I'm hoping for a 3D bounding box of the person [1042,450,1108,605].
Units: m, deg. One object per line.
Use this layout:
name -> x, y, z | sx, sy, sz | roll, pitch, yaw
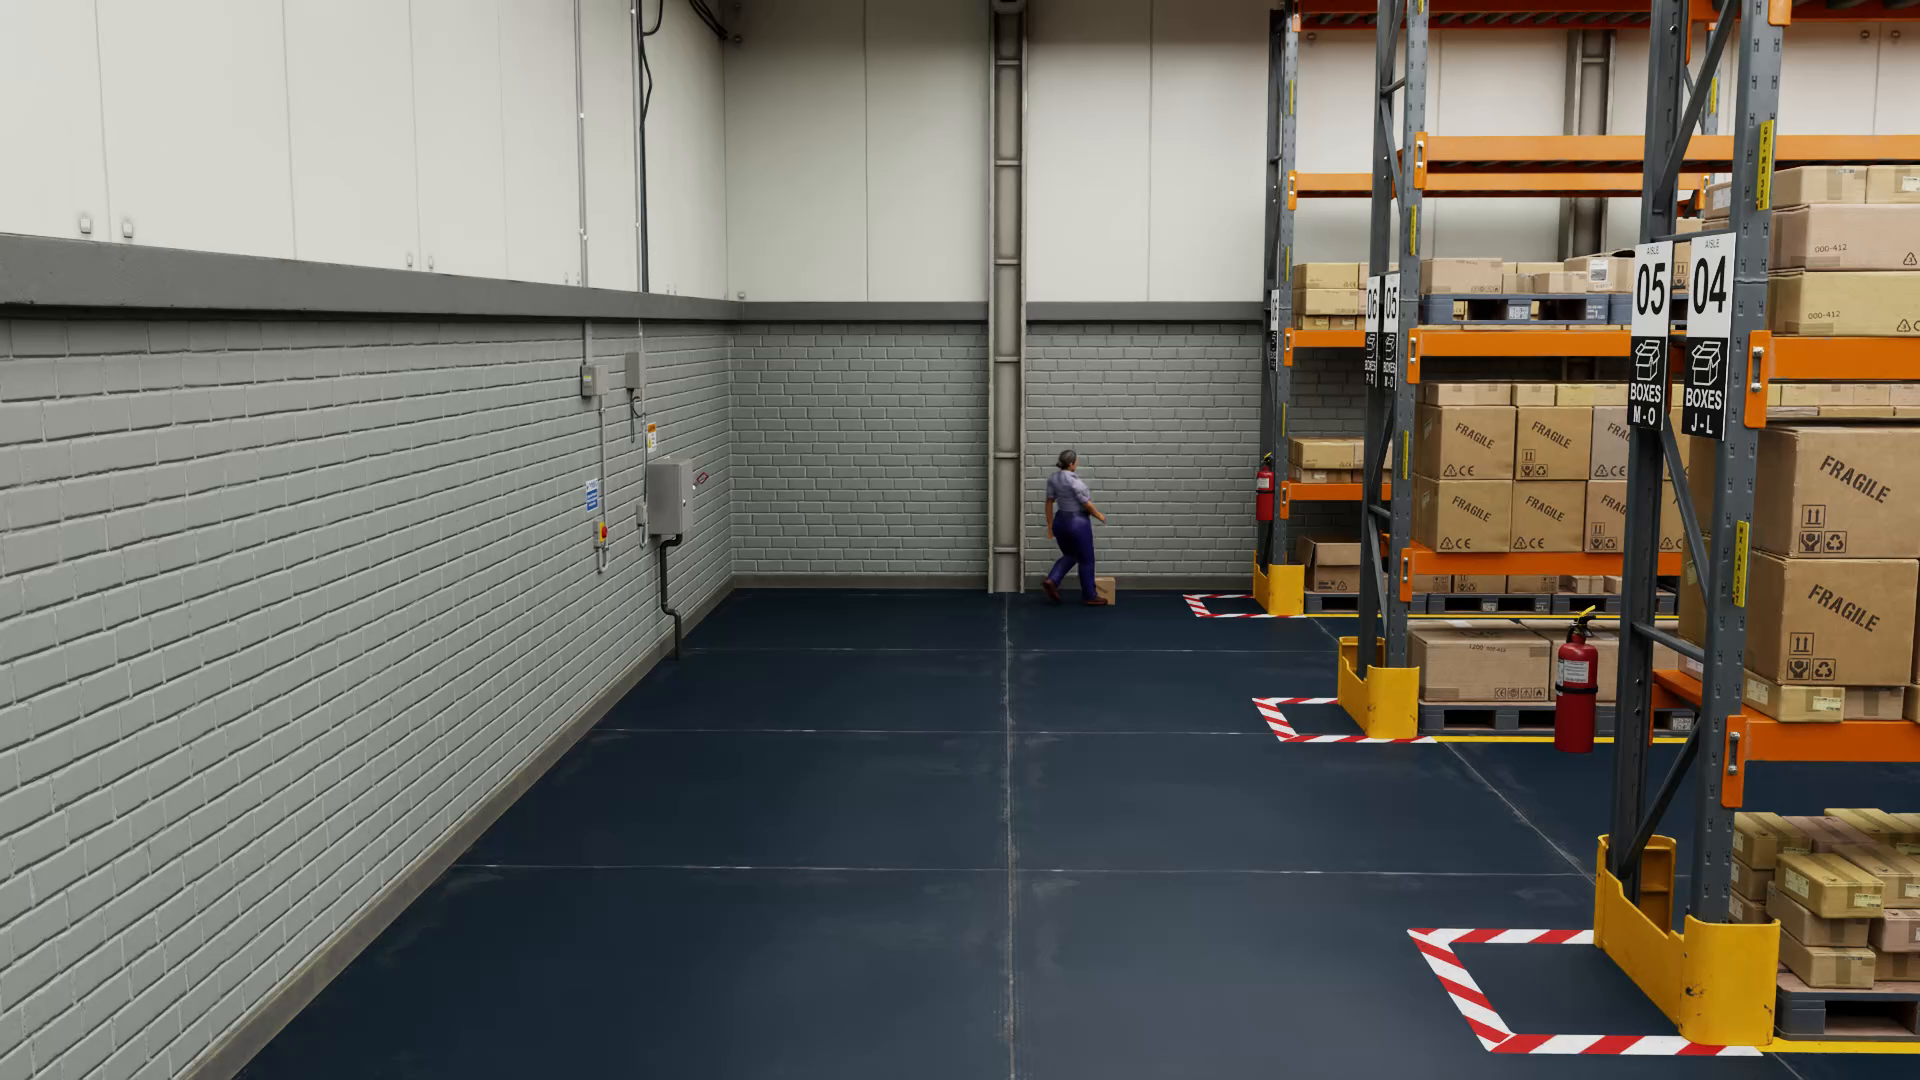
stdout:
person -> 1.190, -0.129, 16.901 | 0.717, 1.605, 0.546 | -6, 10, -40
